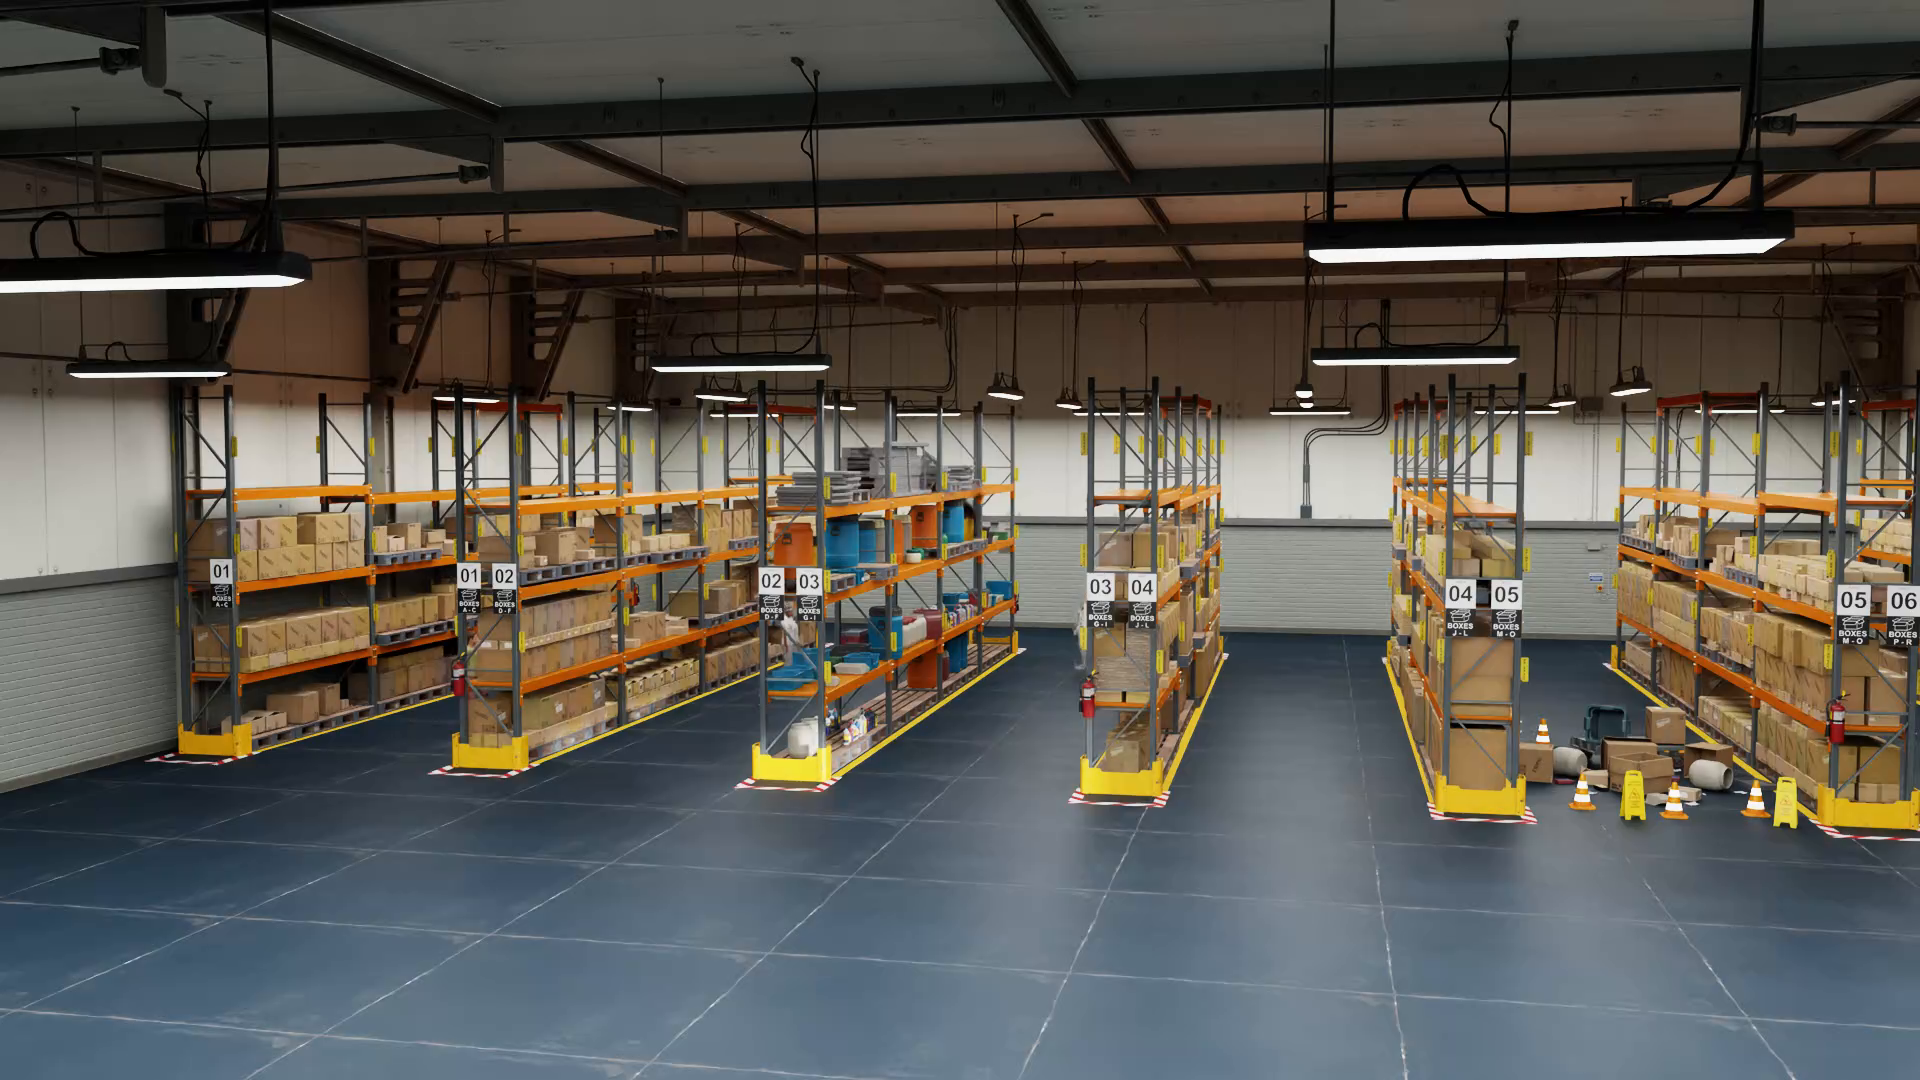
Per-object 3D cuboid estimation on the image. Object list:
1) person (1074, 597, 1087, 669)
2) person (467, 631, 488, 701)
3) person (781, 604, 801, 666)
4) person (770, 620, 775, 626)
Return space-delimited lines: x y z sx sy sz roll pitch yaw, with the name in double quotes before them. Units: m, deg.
"person" 2.677 2.000 36.221 0.441 1.626 0.534 0 3 8
"person" -8.819 2.491 30.187 0.464 1.691 0.527 1 3 22
"person" -3.426 2.171 33.589 0.369 1.758 0.524 1 3 23
"person" -4.760 1.740 42.799 0.569 1.753 0.582 -1 3 -12
